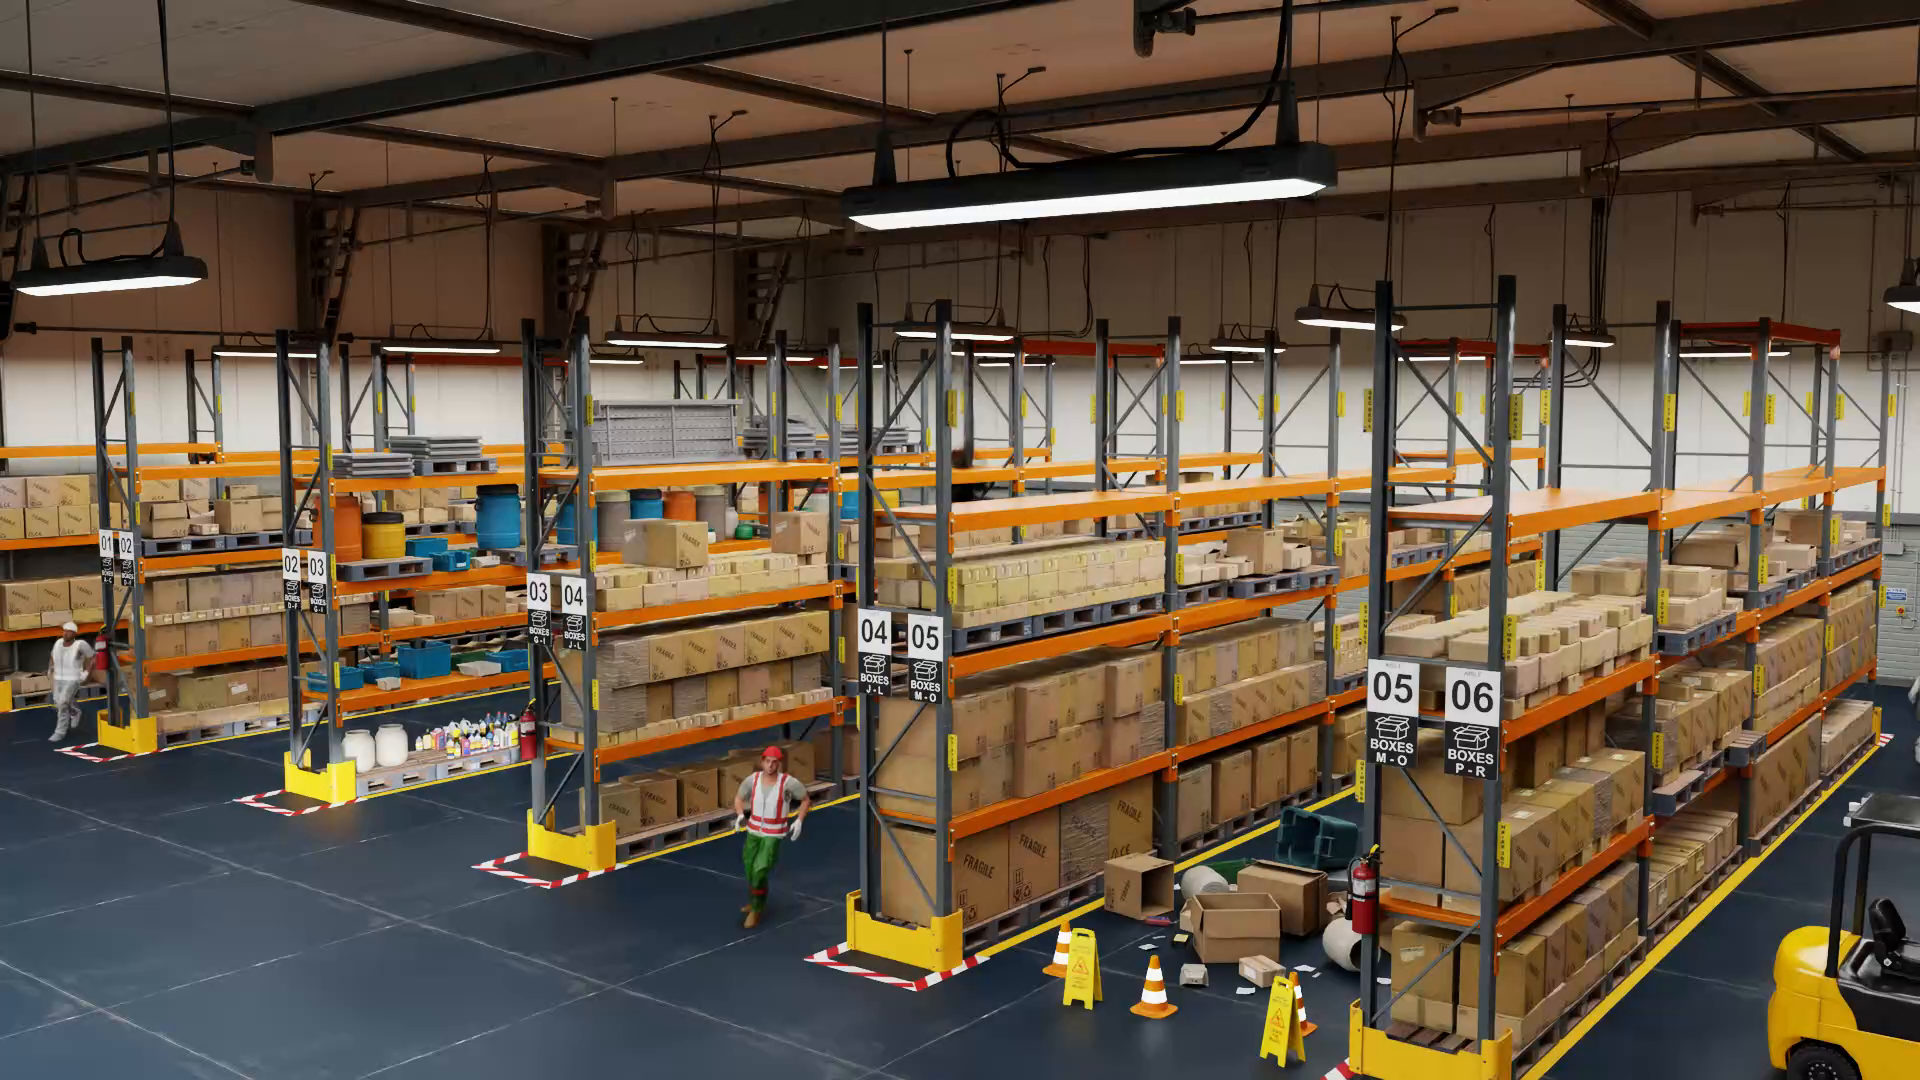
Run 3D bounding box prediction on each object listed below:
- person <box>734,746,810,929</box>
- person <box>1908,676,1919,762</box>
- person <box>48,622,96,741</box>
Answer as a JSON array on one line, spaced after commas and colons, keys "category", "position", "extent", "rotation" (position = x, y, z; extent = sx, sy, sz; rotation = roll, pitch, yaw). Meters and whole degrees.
[{"category": "person", "position": [-1.878, 2.887, 16.225], "extent": [0.719, 1.785, 0.666], "rotation": [2, 5, 18]}, {"category": "person", "position": [13.328, 2.424, 22.839], "extent": [0.541, 1.541, 0.549], "rotation": [4, 6, 37]}, {"category": "person", "position": [-13.426, 2.114, 25.170], "extent": [0.721, 1.772, 0.783], "rotation": [1, 5, 9]}]
